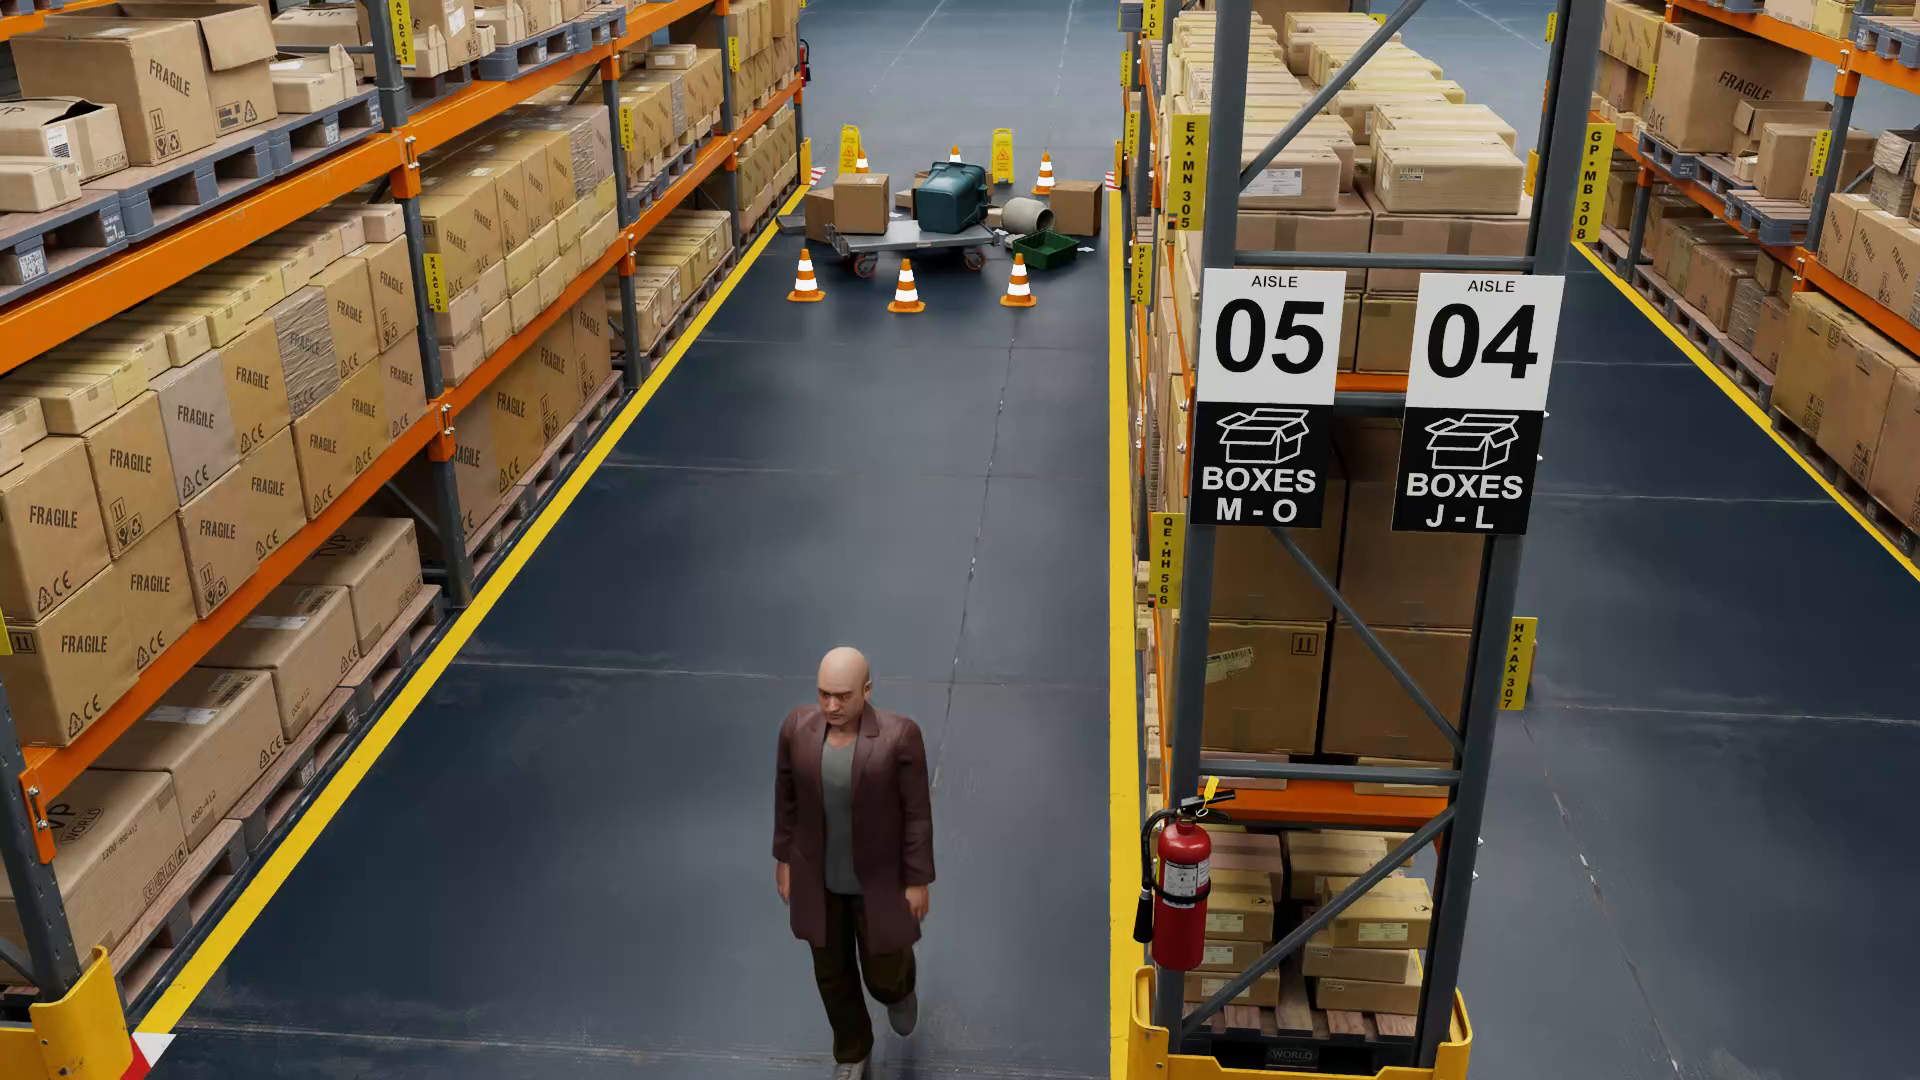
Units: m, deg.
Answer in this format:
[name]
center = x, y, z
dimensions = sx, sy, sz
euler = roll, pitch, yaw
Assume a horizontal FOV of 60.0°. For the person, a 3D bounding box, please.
[person]
center = -0.375, 1.165, 5.965
dimensions = 0.622, 1.774, 0.628
euler = 6, 25, 13
